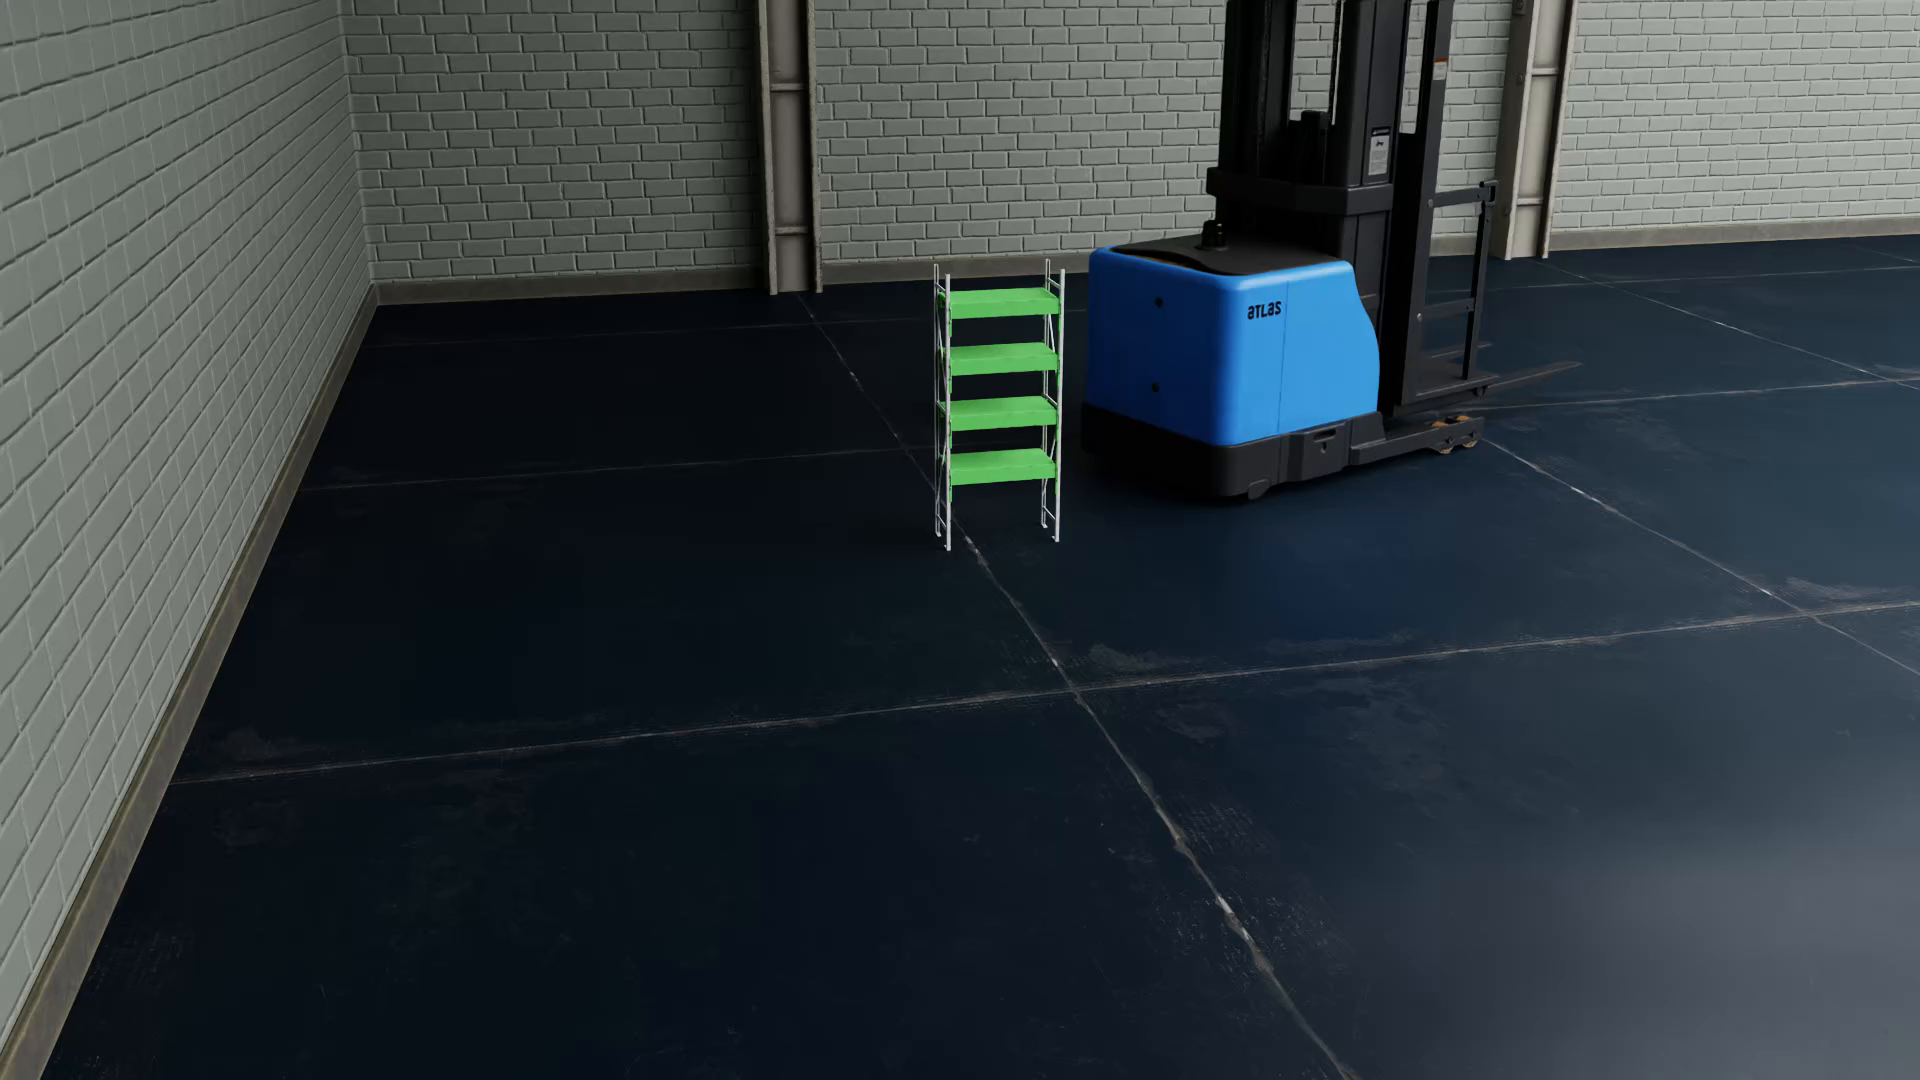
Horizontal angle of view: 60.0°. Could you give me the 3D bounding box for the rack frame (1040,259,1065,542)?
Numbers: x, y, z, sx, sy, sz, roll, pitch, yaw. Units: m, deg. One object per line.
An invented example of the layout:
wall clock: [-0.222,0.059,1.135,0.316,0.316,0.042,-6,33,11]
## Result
rack frame: [0.399,-0.596,7.197,0.015,1.200,0.240,-5,21,-12]

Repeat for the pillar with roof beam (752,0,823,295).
pillar with roof beam: [-0.255,-4.657,6.946,0.400,9.000,9.100,-5,21,-12]

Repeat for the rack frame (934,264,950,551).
rack frame: [-0.076,-0.557,7.091,0.015,1.200,0.240,-5,21,-12]

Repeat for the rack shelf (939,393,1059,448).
rack shelf: [0.161,-0.516,7.166,0.480,0.148,0.258,-5,21,-12]

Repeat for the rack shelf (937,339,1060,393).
rack shelf: [0.161,-0.742,7.083,0.480,0.148,0.258,-5,21,-12]

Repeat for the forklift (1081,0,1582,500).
forklift: [2.097,-1.946,8.366,3.031,2.935,1.130,-14,24,-34]

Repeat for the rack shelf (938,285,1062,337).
rack shelf: [0.161,-0.967,7.001,0.480,0.148,0.258,-5,21,-12]

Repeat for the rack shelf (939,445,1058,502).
rack shelf: [0.161,-0.291,7.248,0.480,0.148,0.258,-5,21,-12]

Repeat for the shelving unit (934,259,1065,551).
shelving unit: [0.161,-0.576,7.144,0.503,1.200,0.258,-5,21,-12]

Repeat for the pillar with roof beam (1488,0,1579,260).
pillar with roof beam: [5.584,-5.132,8.243,0.400,9.000,9.100,-5,21,-12]
